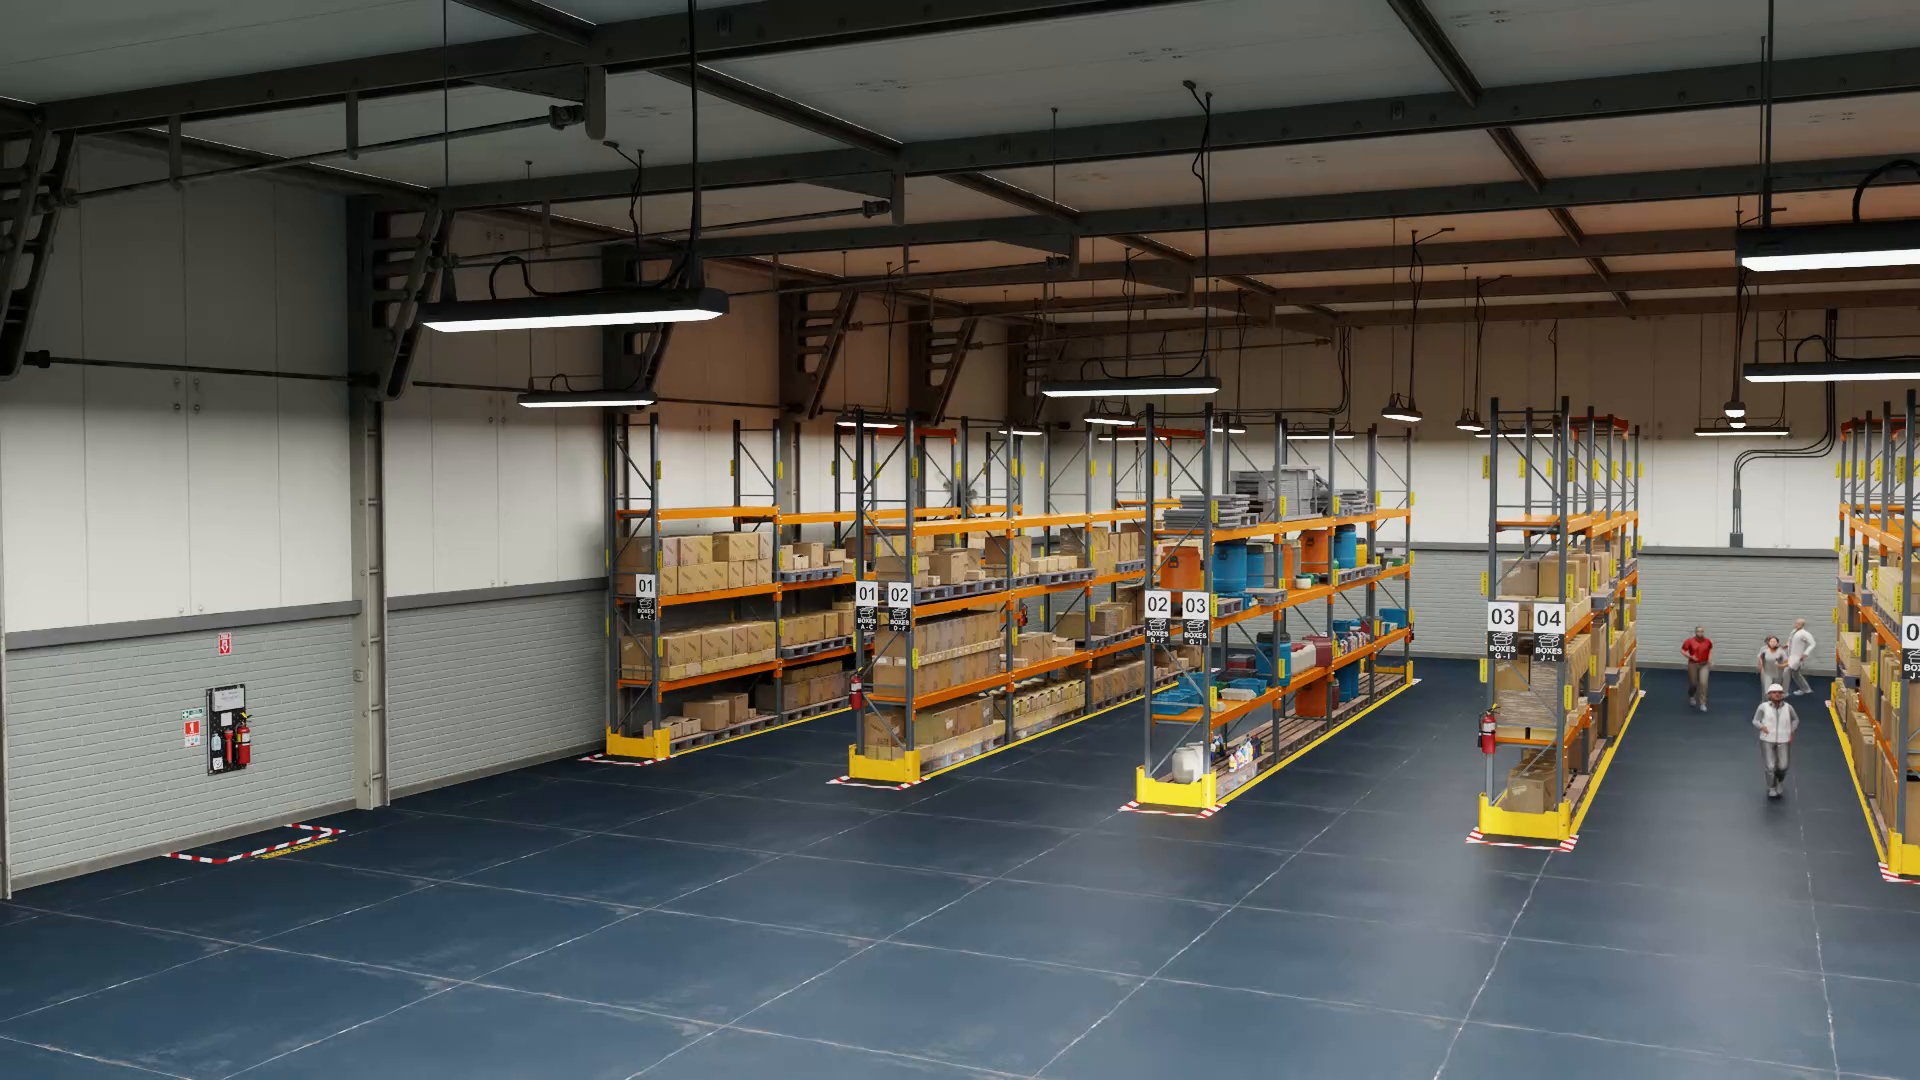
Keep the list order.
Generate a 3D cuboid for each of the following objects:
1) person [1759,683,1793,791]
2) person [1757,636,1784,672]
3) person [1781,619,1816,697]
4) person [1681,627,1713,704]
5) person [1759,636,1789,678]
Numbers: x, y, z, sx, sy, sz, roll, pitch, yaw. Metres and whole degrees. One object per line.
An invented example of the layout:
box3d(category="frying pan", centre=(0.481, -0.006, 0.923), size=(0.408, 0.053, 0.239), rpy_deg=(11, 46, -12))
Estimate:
box3d(category="person", centre=(12.468, 3.040, 25.369), size=(0.525, 1.681, 0.545), rpy_deg=(1, 3, 19))
box3d(category="person", centre=(16.757, 2.878, 34.358), size=(0.545, 1.399, 0.733), rpy_deg=(2, 3, 34))
box3d(category="person", centre=(18.241, 2.598, 36.297), size=(0.897, 1.781, 0.754), rpy_deg=(0, 2, 2))
box3d(category="person", centre=(15.458, 2.619, 34.866), size=(0.660, 1.624, 0.760), rpy_deg=(1, 2, 15))
box3d(category="person", centre=(16.253, 2.771, 33.211), size=(0.552, 1.712, 0.763), rpy_deg=(1, 3, 26))
